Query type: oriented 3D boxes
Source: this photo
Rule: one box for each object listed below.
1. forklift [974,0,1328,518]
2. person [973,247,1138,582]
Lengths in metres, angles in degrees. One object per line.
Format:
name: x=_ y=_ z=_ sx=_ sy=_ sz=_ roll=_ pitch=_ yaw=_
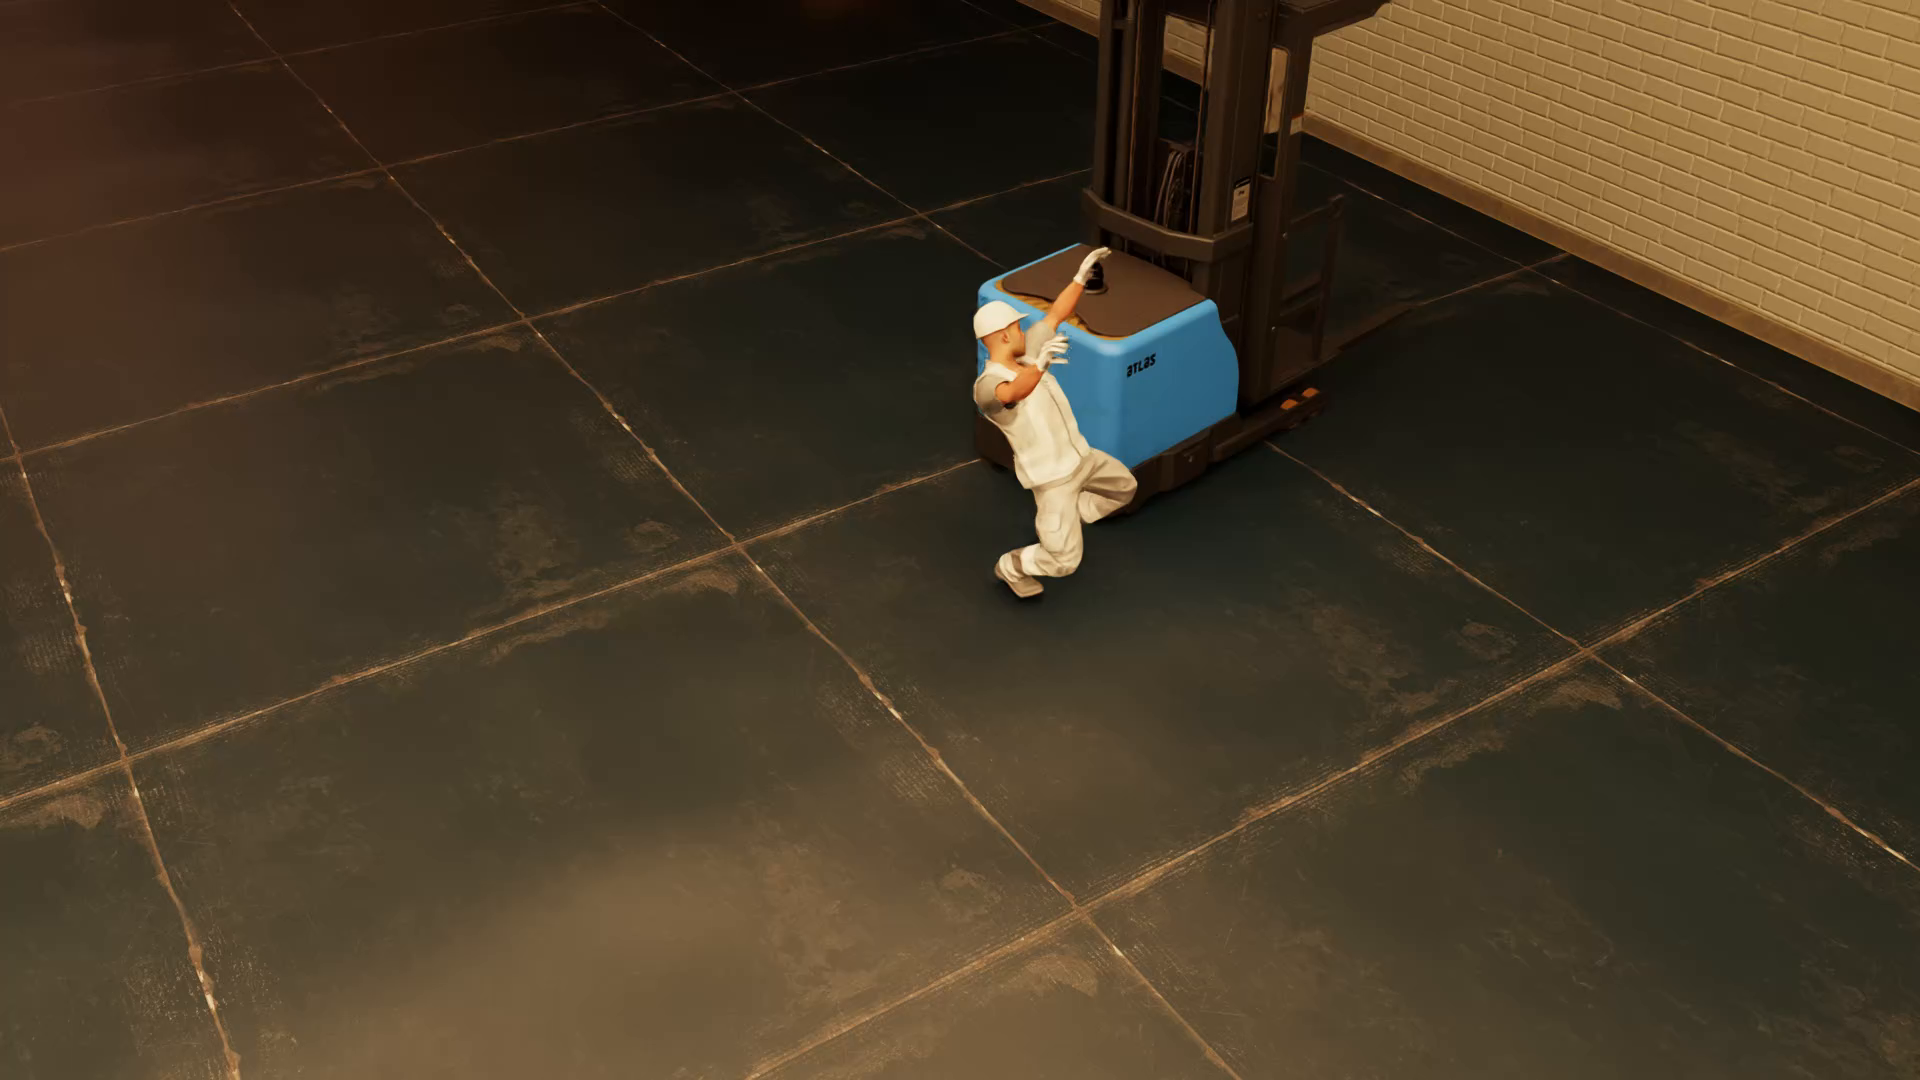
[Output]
forklift: x=1.504 y=-2.041 z=9.053 sx=3.031 sy=2.935 sz=1.130 roll=-28 pitch=44 yaw=-34
person: x=0.427 y=-0.530 z=7.949 sx=0.774 sy=1.548 sz=0.999 roll=16 pitch=38 yaw=22
